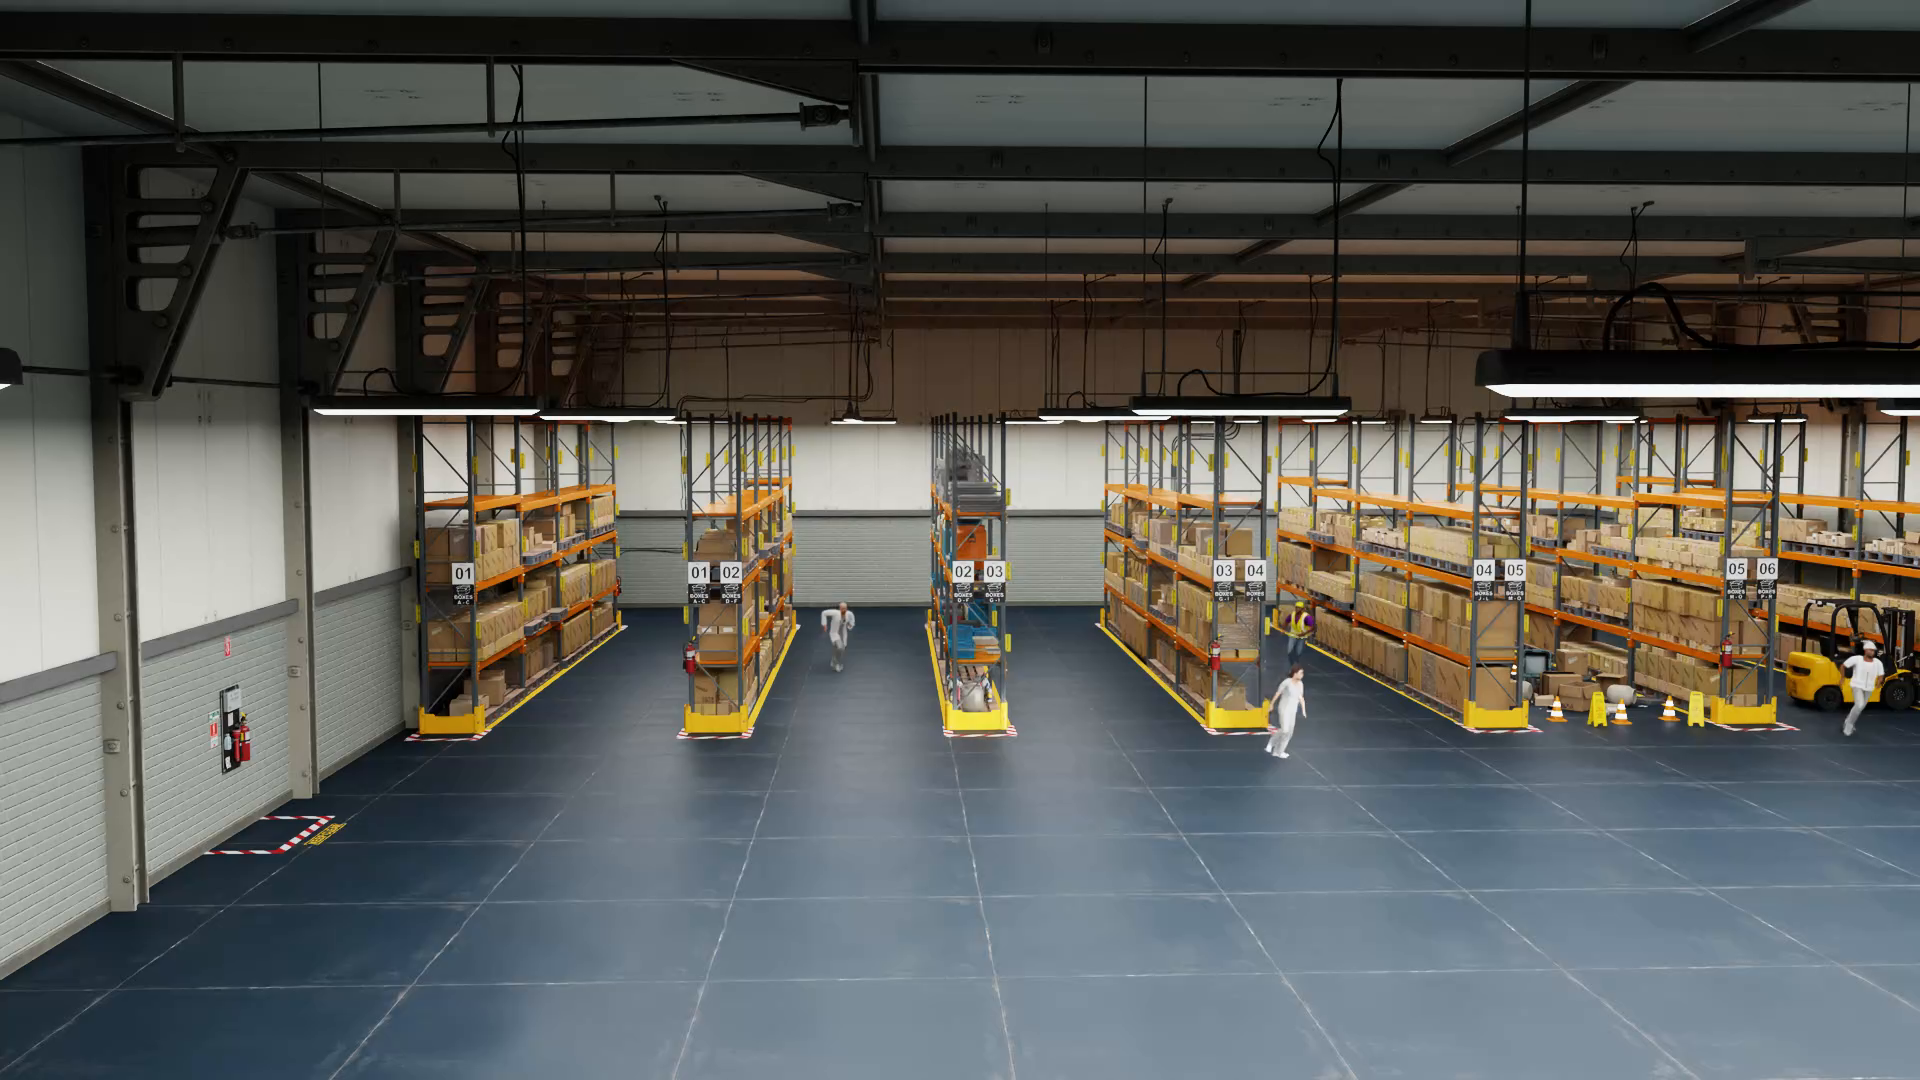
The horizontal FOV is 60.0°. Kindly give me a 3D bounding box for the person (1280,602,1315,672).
[{"bbox_3d":[7.916,2.261,38.948,0.793,1.666,0.539,2,4,22],"label":"person"}]

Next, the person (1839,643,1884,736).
[{"bbox_3d":[16.670,2.745,30.779,0.767,1.705,0.806,0,4,1],"label":"person"}]

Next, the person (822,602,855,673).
[{"bbox_3d":[-2.856,2.269,38.848,0.755,1.684,1.039,-2,4,-23],"label":"person"}]

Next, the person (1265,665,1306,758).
[{"bbox_3d":[5.632,2.957,28.774,0.620,1.626,0.548,-2,5,-32],"label":"person"}]
